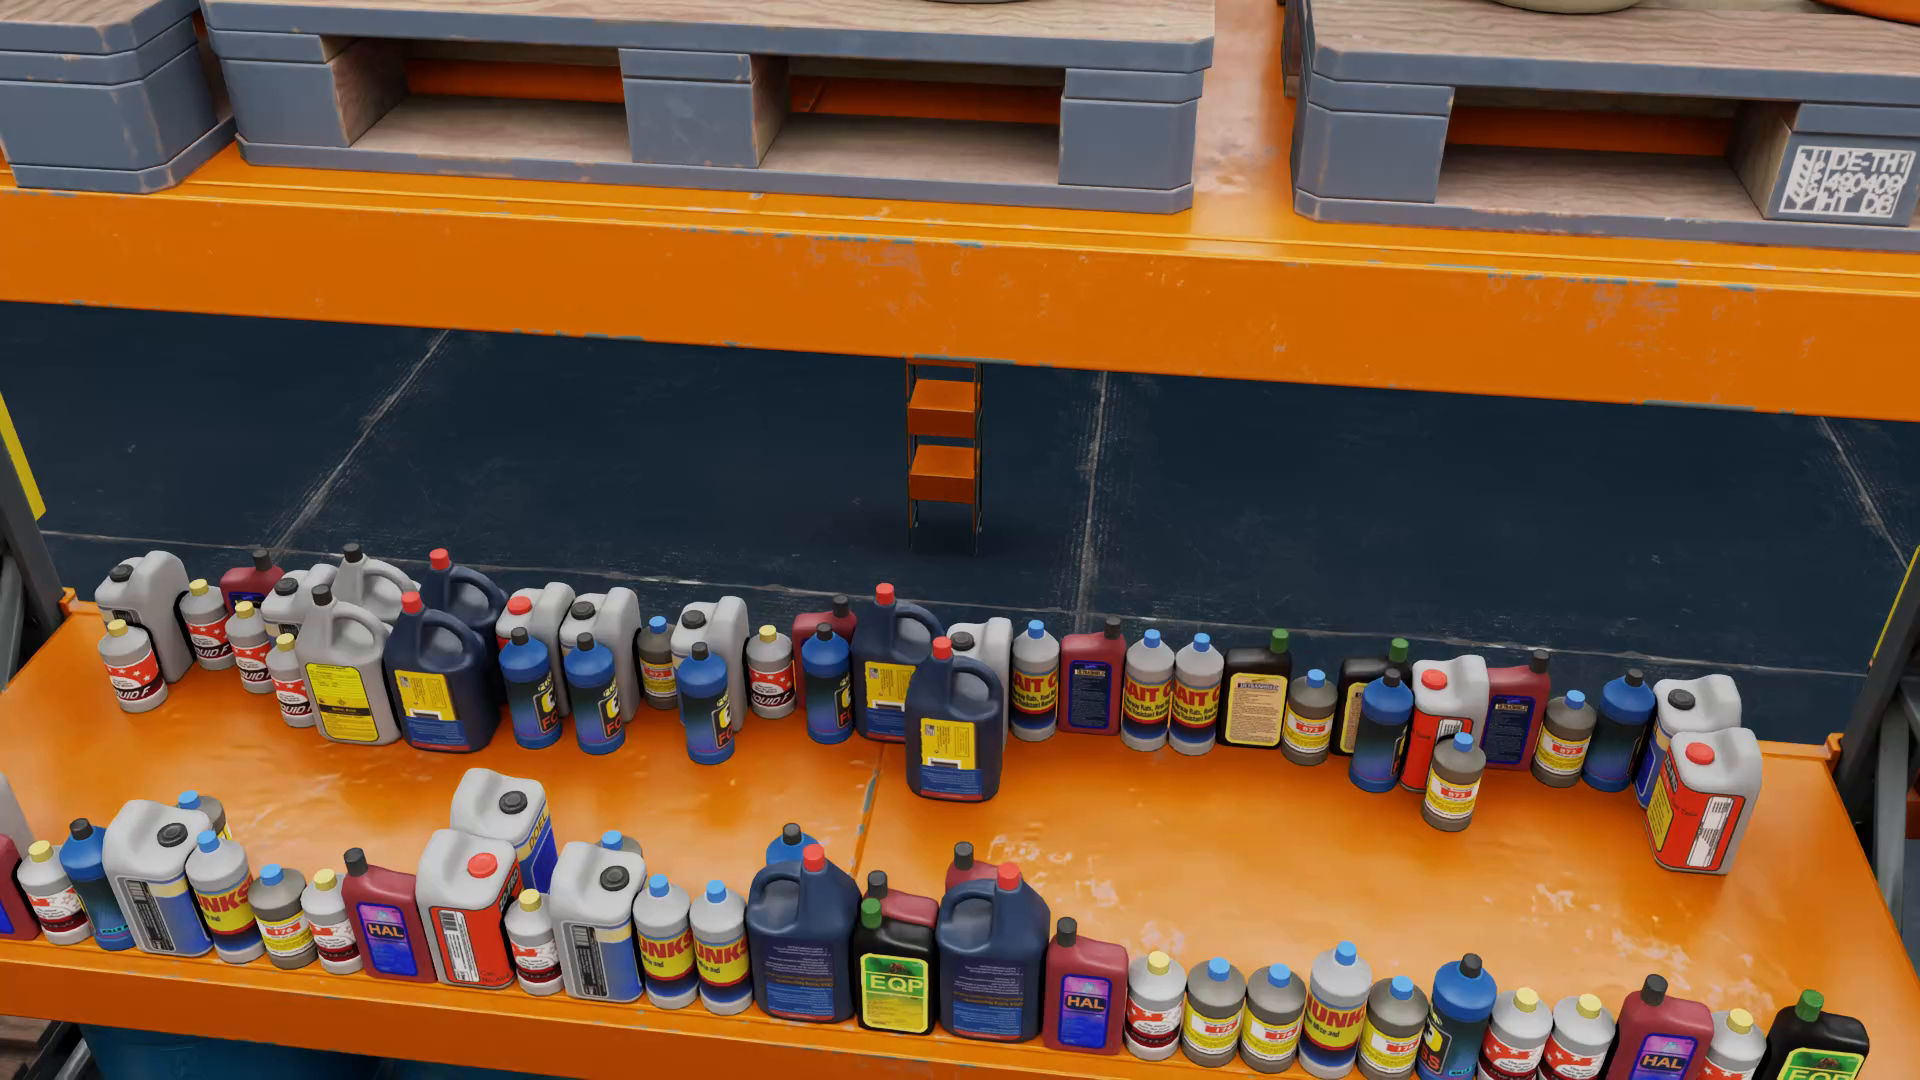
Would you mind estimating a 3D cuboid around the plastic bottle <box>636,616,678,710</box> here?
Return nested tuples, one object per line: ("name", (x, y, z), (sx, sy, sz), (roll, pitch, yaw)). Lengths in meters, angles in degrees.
("plastic bottle", (-0.624, 0.250, 3.489), (0.097, 0.201, 0.097), (0, 36, 0))

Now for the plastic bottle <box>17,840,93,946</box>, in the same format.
("plastic bottle", (-1.612, 0.620, 2.970), (0.097, 0.201, 0.097), (0, 36, 0))

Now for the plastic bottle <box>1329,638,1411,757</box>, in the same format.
("plastic bottle", (0.823, 0.313, 3.329), (0.133, 0.283, 0.061), (4, 36, 6))

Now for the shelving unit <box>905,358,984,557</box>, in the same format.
("shelving unit", (-0.053, -0.431, 5.951), (0.252, 1.050, 0.215), (4, 36, 6))

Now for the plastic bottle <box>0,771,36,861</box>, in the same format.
("plastic bottle", (-1.823, 0.494, 3.017), (0.185, 0.351, 0.144), (4, 36, 6))

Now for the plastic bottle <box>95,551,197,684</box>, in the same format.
("plastic bottle", (-1.739, 0.152, 3.562), (0.135, 0.276, 0.152), (4, 36, 6))

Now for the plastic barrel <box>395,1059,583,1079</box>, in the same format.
("plastic barrel", (-0.931, 1.044, 3.650), (0.708, 0.901, 0.600), (4, 36, 6))

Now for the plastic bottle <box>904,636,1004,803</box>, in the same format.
("plastic bottle", (-0.011, 0.337, 3.238), (0.185, 0.351, 0.144), (4, 36, 6))

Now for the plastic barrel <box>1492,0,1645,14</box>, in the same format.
("plastic barrel", (0.715, -0.776, 1.930), (0.301, 0.262, 0.301), (0, 36, 0))

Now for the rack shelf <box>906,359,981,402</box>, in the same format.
("rack shelf", (-0.053, -0.654, 5.792), (0.240, 0.259, 0.215), (4, 36, 6))

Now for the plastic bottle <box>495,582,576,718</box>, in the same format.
("plastic bottle", (-0.876, 0.216, 3.471), (0.135, 0.276, 0.152), (4, 36, 6))

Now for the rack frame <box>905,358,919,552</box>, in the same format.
("rack frame", (-0.174, -0.440, 5.963), (0.008, 1.050, 0.200), (4, 36, 6))

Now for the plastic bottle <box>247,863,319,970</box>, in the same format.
("plastic bottle", (-1.189, 0.652, 2.926), (0.097, 0.201, 0.097), (0, 36, 0))

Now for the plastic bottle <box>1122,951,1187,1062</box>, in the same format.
("plastic bottle", (0.324, 0.765, 2.767), (0.097, 0.201, 0.097), (0, 36, 0))

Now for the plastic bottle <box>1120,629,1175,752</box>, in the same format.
("plastic bottle", (0.380, 0.296, 3.364), (0.097, 0.271, 0.097), (0, 36, 0))

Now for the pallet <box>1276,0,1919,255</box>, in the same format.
("pallet", (1.050, -0.702, 2.233), (1.213, 0.211, 1.003), (4, 36, 6))

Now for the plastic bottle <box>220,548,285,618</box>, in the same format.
("plastic bottle", (-1.503, 0.140, 3.572), (0.133, 0.283, 0.061), (4, 36, 6))

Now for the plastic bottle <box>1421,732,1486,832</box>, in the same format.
("plastic bottle", (0.952, 0.456, 3.200), (0.097, 0.201, 0.097), (0, 36, 0))

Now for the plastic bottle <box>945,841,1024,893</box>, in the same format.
("plastic bottle", (0.042, 0.637, 2.876), (0.133, 0.283, 0.061), (4, 36, 6))

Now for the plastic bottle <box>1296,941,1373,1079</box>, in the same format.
("plastic bottle", (0.614, 0.758, 2.717), (0.097, 0.271, 0.097), (0, 36, 0))

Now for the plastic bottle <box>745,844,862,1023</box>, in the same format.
("plastic bottle", (-0.261, 0.647, 2.804), (0.185, 0.351, 0.144), (4, 36, 6))

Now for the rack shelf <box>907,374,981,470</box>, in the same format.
("rack shelf", (-0.053, -0.423, 5.957), (0.240, 0.259, 0.215), (4, 36, 6))

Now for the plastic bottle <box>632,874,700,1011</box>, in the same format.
("plastic bottle", (-0.500, 0.675, 2.833), (0.097, 0.271, 0.097), (0, 36, 0))

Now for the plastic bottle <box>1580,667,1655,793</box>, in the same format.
("plastic bottle", (1.297, 0.364, 3.268), (0.097, 0.271, 0.097), (0, 36, 0))

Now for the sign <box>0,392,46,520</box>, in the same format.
("sign", (-2.099, -0.171, 3.669), (0.005, 0.325, 0.100), (4, 36, 6))

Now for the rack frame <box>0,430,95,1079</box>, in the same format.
("rack frame", (-2.171, 0.259, 3.306), (0.127, 3.000, 1.000), (4, 36, 6))

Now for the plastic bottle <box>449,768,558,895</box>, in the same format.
("plastic bottle", (-0.822, 0.544, 3.013), (0.135, 0.276, 0.152), (4, 36, 6))

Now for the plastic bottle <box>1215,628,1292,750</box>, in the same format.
("plastic bottle", (0.594, 0.296, 3.353), (0.133, 0.283, 0.061), (4, 36, 6))

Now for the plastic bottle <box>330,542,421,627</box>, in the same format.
("plastic bottle", (-1.217, 0.158, 3.489), (0.185, 0.351, 0.144), (4, 36, 6))

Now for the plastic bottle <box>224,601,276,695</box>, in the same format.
("plastic bottle", (-1.496, 0.220, 3.530), (0.097, 0.201, 0.097), (0, 36, 0))

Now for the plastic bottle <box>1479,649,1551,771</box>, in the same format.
("plastic bottle", (1.088, 0.333, 3.301), (0.133, 0.283, 0.061), (4, 36, 6))

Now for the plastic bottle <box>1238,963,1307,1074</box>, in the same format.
("plastic bottle", (0.517, 0.779, 2.747), (0.097, 0.201, 0.097), (0, 36, 0))

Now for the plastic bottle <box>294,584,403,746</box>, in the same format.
("plastic bottle", (-1.236, 0.241, 3.372), (0.185, 0.351, 0.144), (4, 36, 6))

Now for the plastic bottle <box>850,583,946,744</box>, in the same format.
("plastic bottle", (-0.125, 0.240, 3.375), (0.185, 0.351, 0.144), (4, 36, 6))

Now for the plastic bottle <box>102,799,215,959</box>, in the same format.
("plastic bottle", (-1.397, 0.590, 2.948), (0.135, 0.276, 0.152), (4, 36, 6))

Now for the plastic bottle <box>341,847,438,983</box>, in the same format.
("plastic bottle", (-0.981, 0.645, 2.865), (0.133, 0.283, 0.061), (4, 36, 6))

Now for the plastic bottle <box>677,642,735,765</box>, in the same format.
("plastic bottle", (-0.510, 0.319, 3.332), (0.097, 0.271, 0.097), (0, 36, 0))

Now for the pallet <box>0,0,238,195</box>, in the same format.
("pallet", (-1.381, -0.884, 2.487), (1.003, 0.211, 1.213), (4, 36, 6))

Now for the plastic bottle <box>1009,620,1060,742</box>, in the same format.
("plastic bottle", (0.152, 0.279, 3.388), (0.097, 0.271, 0.097), (0, 36, 0))

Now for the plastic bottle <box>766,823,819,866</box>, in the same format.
("plastic bottle", (-0.289, 0.606, 2.929), (0.097, 0.271, 0.097), (0, 36, 0))

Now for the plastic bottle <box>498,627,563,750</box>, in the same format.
("plastic bottle", (-0.874, 0.292, 3.370), (0.097, 0.271, 0.097), (0, 36, 0))

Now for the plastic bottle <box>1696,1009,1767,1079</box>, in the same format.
("plastic bottle", (1.229, 0.832, 2.673), (0.097, 0.201, 0.097), (0, 36, 0))

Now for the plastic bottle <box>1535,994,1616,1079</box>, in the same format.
("plastic bottle", (1.000, 0.815, 2.697), (0.097, 0.201, 0.097), (0, 36, 0))

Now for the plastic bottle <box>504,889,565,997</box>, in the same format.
("plastic bottle", (-0.730, 0.686, 2.878), (0.097, 0.201, 0.097), (0, 36, 0))

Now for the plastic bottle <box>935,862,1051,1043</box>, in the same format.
("plastic bottle", (0.055, 0.670, 2.771), (0.185, 0.351, 0.144), (4, 36, 6))

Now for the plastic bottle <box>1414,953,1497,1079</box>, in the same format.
("plastic bottle", (0.807, 0.772, 2.697), (0.097, 0.271, 0.097), (0, 36, 0))

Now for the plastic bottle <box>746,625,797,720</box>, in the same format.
("plastic bottle", (-0.394, 0.267, 3.465), (0.097, 0.201, 0.097), (0, 36, 0))

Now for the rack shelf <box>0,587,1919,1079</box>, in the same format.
("rack shelf", (-0.187, 0.699, 3.307), (4.000, 0.370, 1.077), (4, 36, 6))
